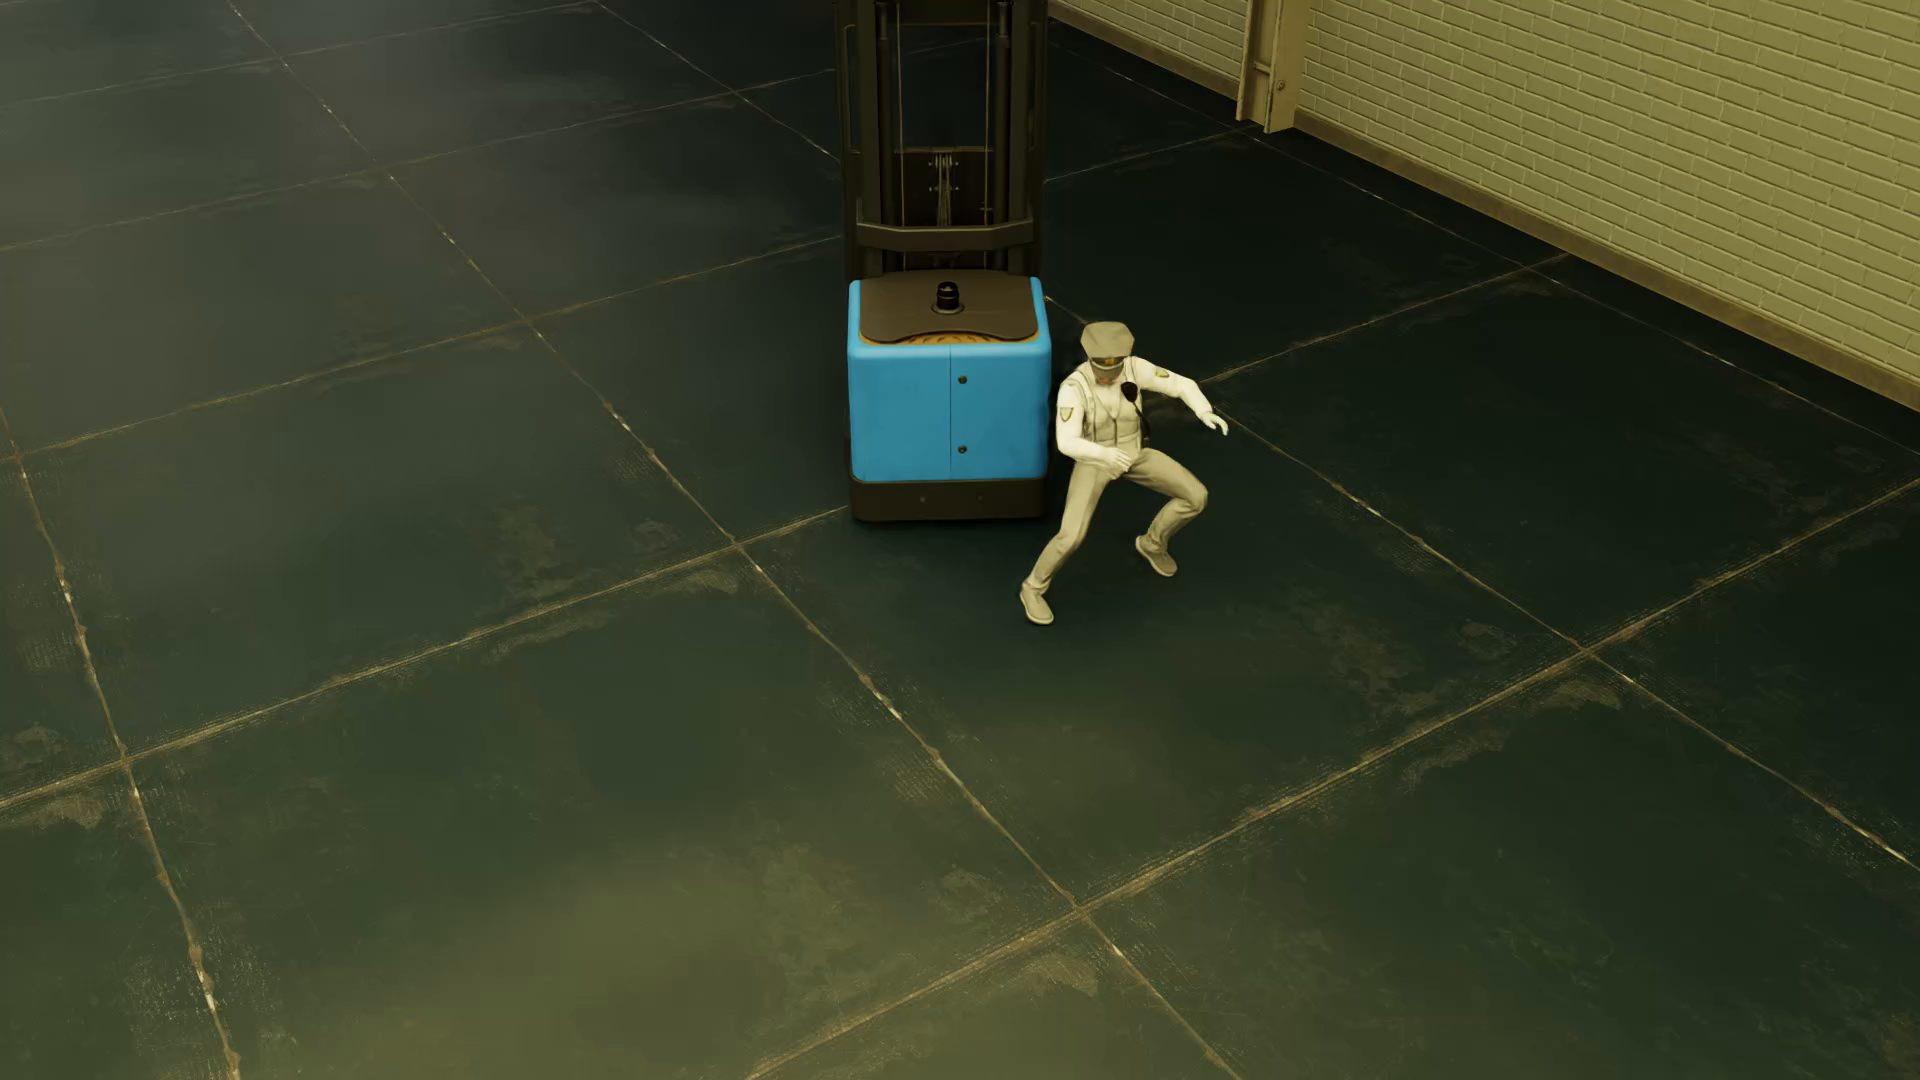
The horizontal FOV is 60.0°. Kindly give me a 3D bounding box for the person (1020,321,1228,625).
[{"bbox_3d":[0.743,-0.333,7.927,0.921,1.415,0.721,-9,36,-12],"label":"person"}]

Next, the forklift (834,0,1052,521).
[{"bbox_3d":[-0.106,-2.118,9.162,1.130,2.935,3.031,-1,35,-2],"label":"forklift"}]
